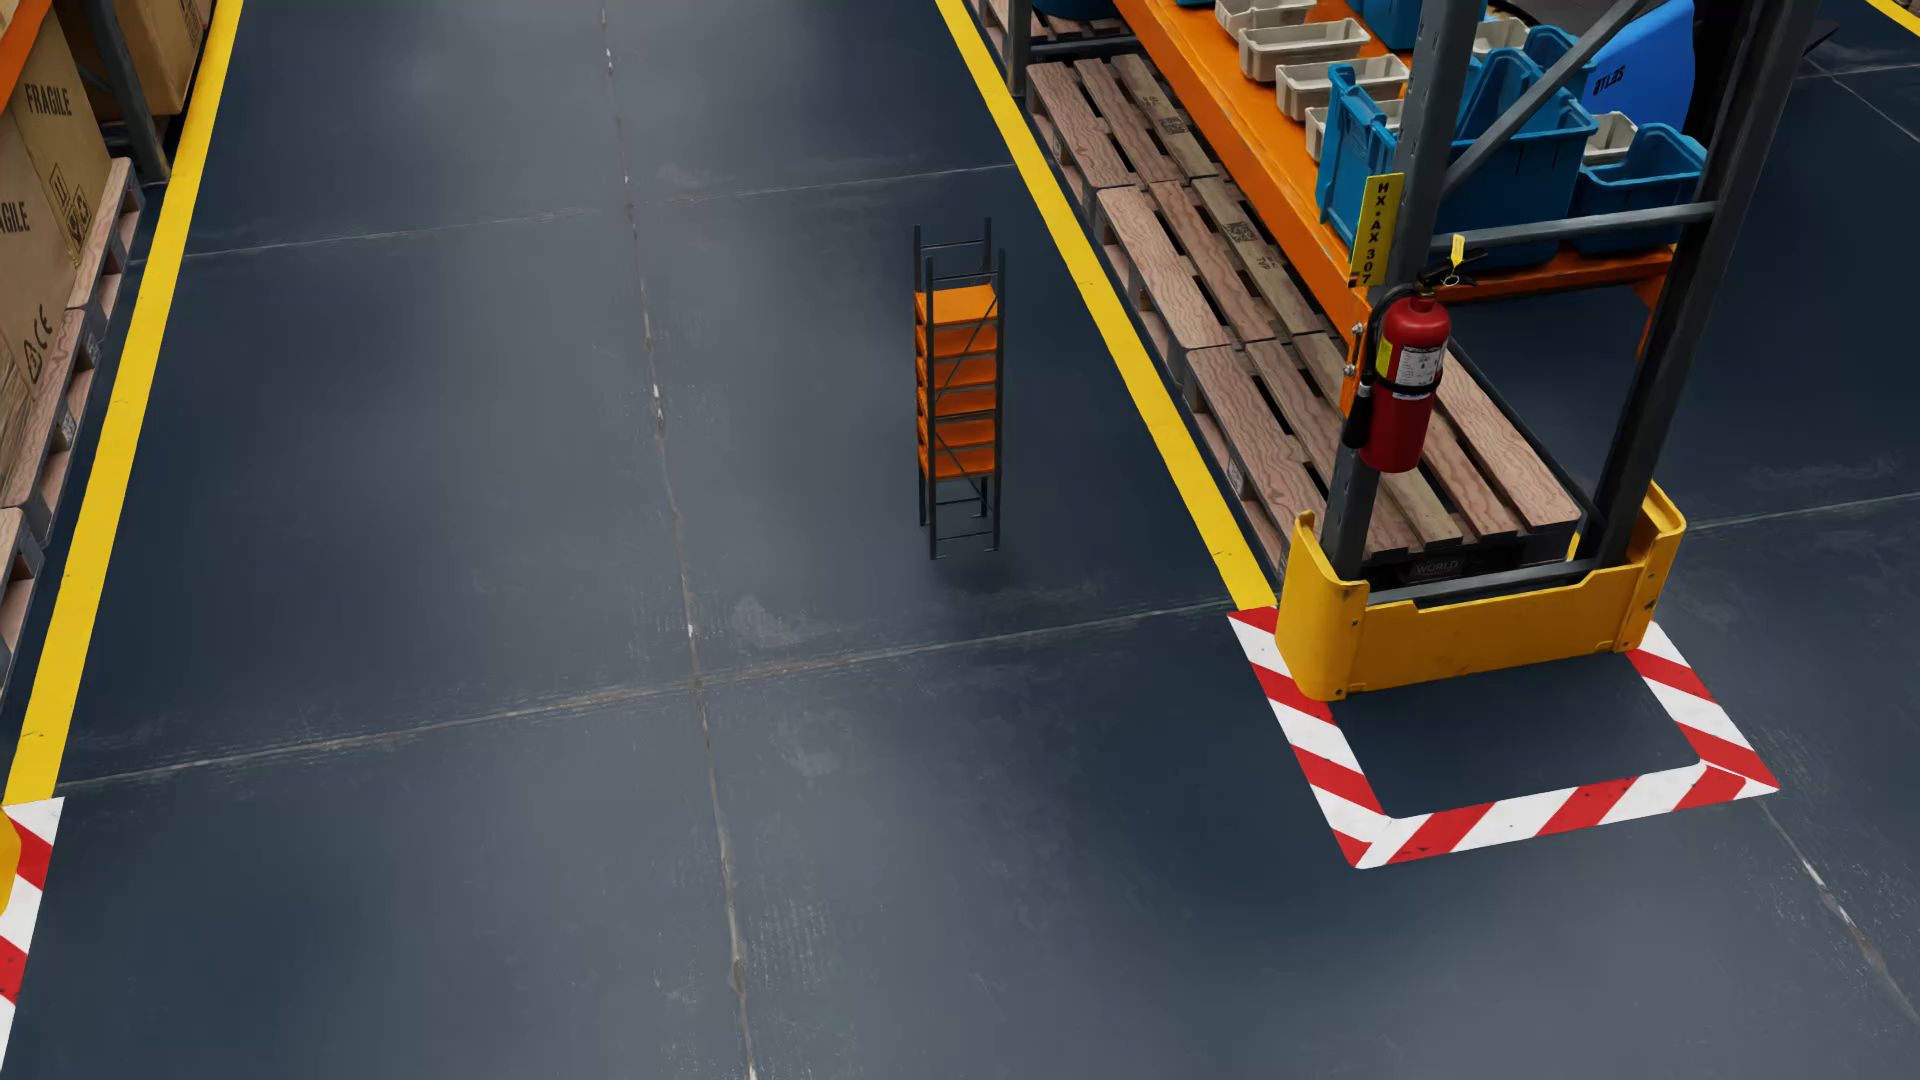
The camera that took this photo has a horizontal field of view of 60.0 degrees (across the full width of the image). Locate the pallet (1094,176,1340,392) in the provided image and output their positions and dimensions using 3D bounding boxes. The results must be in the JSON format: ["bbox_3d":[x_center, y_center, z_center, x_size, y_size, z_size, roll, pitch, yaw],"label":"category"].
[{"bbox_3d":[1.197,-1.103,6.834,1.003,0.211,1.213,-8,42,-9],"label":"pallet"}]

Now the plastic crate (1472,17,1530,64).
[{"bbox_3d":[1.730,-1.607,5.455,0.250,0.136,0.298,-8,42,-9],"label":"plastic crate"}]

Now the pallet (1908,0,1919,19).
[{"bbox_3d":[5.718,-2.629,8.553,1.003,0.211,1.213,-8,42,-9],"label":"pallet"}]

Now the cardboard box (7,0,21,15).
[{"bbox_3d":[-3.551,-1.955,5.883,0.380,0.149,0.250,-8,42,-8],"label":"cardboard box"}]

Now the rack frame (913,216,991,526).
[{"bbox_3d":[-0.023,-0.517,5.429,0.240,1.200,0.006,-8,42,-9],"label":"rack frame"}]

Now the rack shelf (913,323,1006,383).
[{"bbox_3d":[-0.003,-0.604,5.232,0.258,0.103,0.180,-8,42,-9],"label":"rack shelf"}]

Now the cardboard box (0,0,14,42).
[{"bbox_3d":[-3.495,-1.788,5.694,0.380,0.149,0.250,-8,42,-8],"label":"cardboard box"}]

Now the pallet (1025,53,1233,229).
[{"bbox_3d":[0.930,-1.896,7.727,1.003,0.211,1.213,-8,42,-9],"label":"pallet"}]

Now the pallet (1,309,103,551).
[{"bbox_3d":[-3.749,-0.361,5.997,1.003,0.211,1.213,-8,42,-9],"label":"pallet"}]

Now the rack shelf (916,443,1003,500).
[{"bbox_3d":[-0.003,-0.245,5.551,0.258,0.103,0.180,-8,42,-9],"label":"rack shelf"}]

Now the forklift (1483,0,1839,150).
[{"bbox_3d":[3.068,-2.993,6.913,3.031,2.935,1.130,-32,50,-31],"label":"forklift"}]

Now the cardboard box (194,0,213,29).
[{"bbox_3d":[-4.454,-3.054,8.215,1.225,0.875,0.875,-10,43,-11],"label":"cardboard box"}]

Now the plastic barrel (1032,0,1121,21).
[{"bbox_3d":[0.632,-3.137,8.289,0.600,0.901,0.708,-8,42,-9],"label":"plastic barrel"}]

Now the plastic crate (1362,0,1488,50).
[{"bbox_3d":[1.580,-1.837,5.641,0.416,0.233,0.300,-8,42,-9],"label":"plastic crate"}]

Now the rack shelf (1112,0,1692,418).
[{"bbox_3d":[1.165,-1.844,6.110,1.077,0.370,4.000,-8,42,-9],"label":"rack shelf"}]

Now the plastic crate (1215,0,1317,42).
[{"bbox_3d":[1.029,-1.800,5.671,0.298,0.136,0.250,-8,42,-9],"label":"plastic crate"}]

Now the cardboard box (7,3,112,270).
[{"bbox_3d":[-4.039,-1.623,6.603,0.875,0.875,0.875,-8,42,-9],"label":"cardboard box"}]

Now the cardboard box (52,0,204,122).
[{"bbox_3d":[-4.261,-2.475,7.562,1.225,0.875,0.875,-8,42,-9],"label":"cardboard box"}]

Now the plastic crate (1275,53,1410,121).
[{"bbox_3d":[1.195,-1.433,5.259,0.396,0.136,0.243,-8,42,-9],"label":"plastic crate"}]

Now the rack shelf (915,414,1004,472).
[{"bbox_3d":[-0.003,-0.335,5.471,0.258,0.103,0.180,-8,42,-9],"label":"rack shelf"}]

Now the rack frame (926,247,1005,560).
[{"bbox_3d":[0.017,-0.399,5.295,0.240,1.200,0.006,-8,42,-9],"label":"rack frame"}]

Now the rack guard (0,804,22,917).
[{"bbox_3d":[-3.235,0.843,4.424,1.175,0.500,0.348,-8,42,-9],"label":"rack guard"}]

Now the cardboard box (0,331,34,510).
[{"bbox_3d":[-3.652,-0.463,5.296,0.875,0.875,0.875,-8,42,-9],"label":"cardboard box"}]

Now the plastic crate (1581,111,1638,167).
[{"bbox_3d":[1.876,-1.168,4.959,0.250,0.136,0.298,-8,42,-9],"label":"plastic crate"}]

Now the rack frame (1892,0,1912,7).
[{"bbox_3d":[5.571,-4.117,8.129,1.000,3.000,0.127,-8,42,-9],"label":"rack frame"}]

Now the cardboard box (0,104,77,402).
[{"bbox_3d":[-3.844,-1.040,5.946,0.875,0.875,0.875,-8,42,-9],"label":"cardboard box"}]

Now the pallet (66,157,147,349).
[{"bbox_3d":[-4.015,-1.153,6.890,1.003,0.211,1.213,-8,42,-9],"label":"pallet"}]

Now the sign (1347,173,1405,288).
[{"bbox_3d":[1.063,-0.789,4.256,0.100,0.325,0.005,-8,42,-9],"label":"sign"}]

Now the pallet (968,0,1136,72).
[{"bbox_3d":[0.607,-2.873,8.828,1.003,0.211,1.213,-8,42,-9],"label":"pallet"}]

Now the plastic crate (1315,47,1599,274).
[{"bbox_3d":[1.342,-1.043,4.594,0.616,0.435,0.499,-8,42,-9],"label":"plastic crate"}]

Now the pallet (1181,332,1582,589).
[{"bbox_3d":[1.456,-0.314,5.945,1.003,0.211,1.213,-8,42,-9],"label":"pallet"}]

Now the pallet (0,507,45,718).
[{"bbox_3d":[-3.489,0.429,5.108,1.003,0.211,1.213,-8,42,-9],"label":"pallet"}]

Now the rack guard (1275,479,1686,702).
[{"bbox_3d":[1.614,0.132,5.225,1.175,0.500,0.348,-8,42,-9],"label":"rack guard"}]

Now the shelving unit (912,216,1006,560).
[{"bbox_3d":[-0.003,-0.458,5.362,0.258,1.200,0.189,-8,42,-9],"label":"shelving unit"}]

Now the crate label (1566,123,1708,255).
[{"bbox_3d":[1.865,-0.984,4.680,0.416,0.233,0.303,-8,42,-9],"label":"crate label"}]

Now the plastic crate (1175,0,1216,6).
[{"bbox_3d":[0.903,-2.071,5.905,0.416,0.233,0.300,-8,42,-9],"label":"plastic crate"}]

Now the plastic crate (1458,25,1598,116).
[{"bbox_3d":[1.723,-1.411,5.161,0.416,0.233,0.300,-8,42,-9],"label":"plastic crate"}]

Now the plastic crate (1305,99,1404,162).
[{"bbox_3d":[1.244,-1.243,5.045,0.396,0.136,0.243,-8,42,-9],"label":"plastic crate"}]

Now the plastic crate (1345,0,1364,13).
[{"bbox_3d":[1.516,-2.032,5.861,0.416,0.233,0.300,-8,42,-9],"label":"plastic crate"}]

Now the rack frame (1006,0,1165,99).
[{"bbox_3d":[0.733,-3.410,7.332,1.000,3.000,0.127,-8,42,-9],"label":"rack frame"}]

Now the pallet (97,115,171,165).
[{"bbox_3d":[-4.343,-2.147,8.009,1.003,0.211,1.213,-8,42,-9],"label":"pallet"}]

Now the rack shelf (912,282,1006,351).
[{"bbox_3d":[-0.003,-0.694,5.153,0.258,0.103,0.180,-8,42,-9],"label":"rack shelf"}]

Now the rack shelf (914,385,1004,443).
[{"bbox_3d":[-0.003,-0.425,5.392,0.258,0.103,0.180,-8,42,-9],"label":"rack shelf"}]

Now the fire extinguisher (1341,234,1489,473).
[{"bbox_3d":[1.185,-0.486,4.377,0.296,0.674,0.183,-8,42,-9],"label":"fire extinguisher"}]

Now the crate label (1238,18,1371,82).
[{"bbox_3d":[1.111,-1.610,5.458,0.396,0.136,0.243,-8,42,-9],"label":"crate label"}]

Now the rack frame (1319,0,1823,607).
[{"bbox_3d":[1.597,-0.817,4.411,1.000,3.000,0.127,-8,42,-9],"label":"rack frame"}]

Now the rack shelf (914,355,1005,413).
[{"bbox_3d":[-0.003,-0.515,5.312,0.258,0.103,0.180,-8,42,-9],"label":"rack shelf"}]

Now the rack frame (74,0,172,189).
[{"bbox_3d":[-4.103,-2.700,6.532,1.000,3.000,0.127,-8,42,-9],"label":"rack frame"}]
